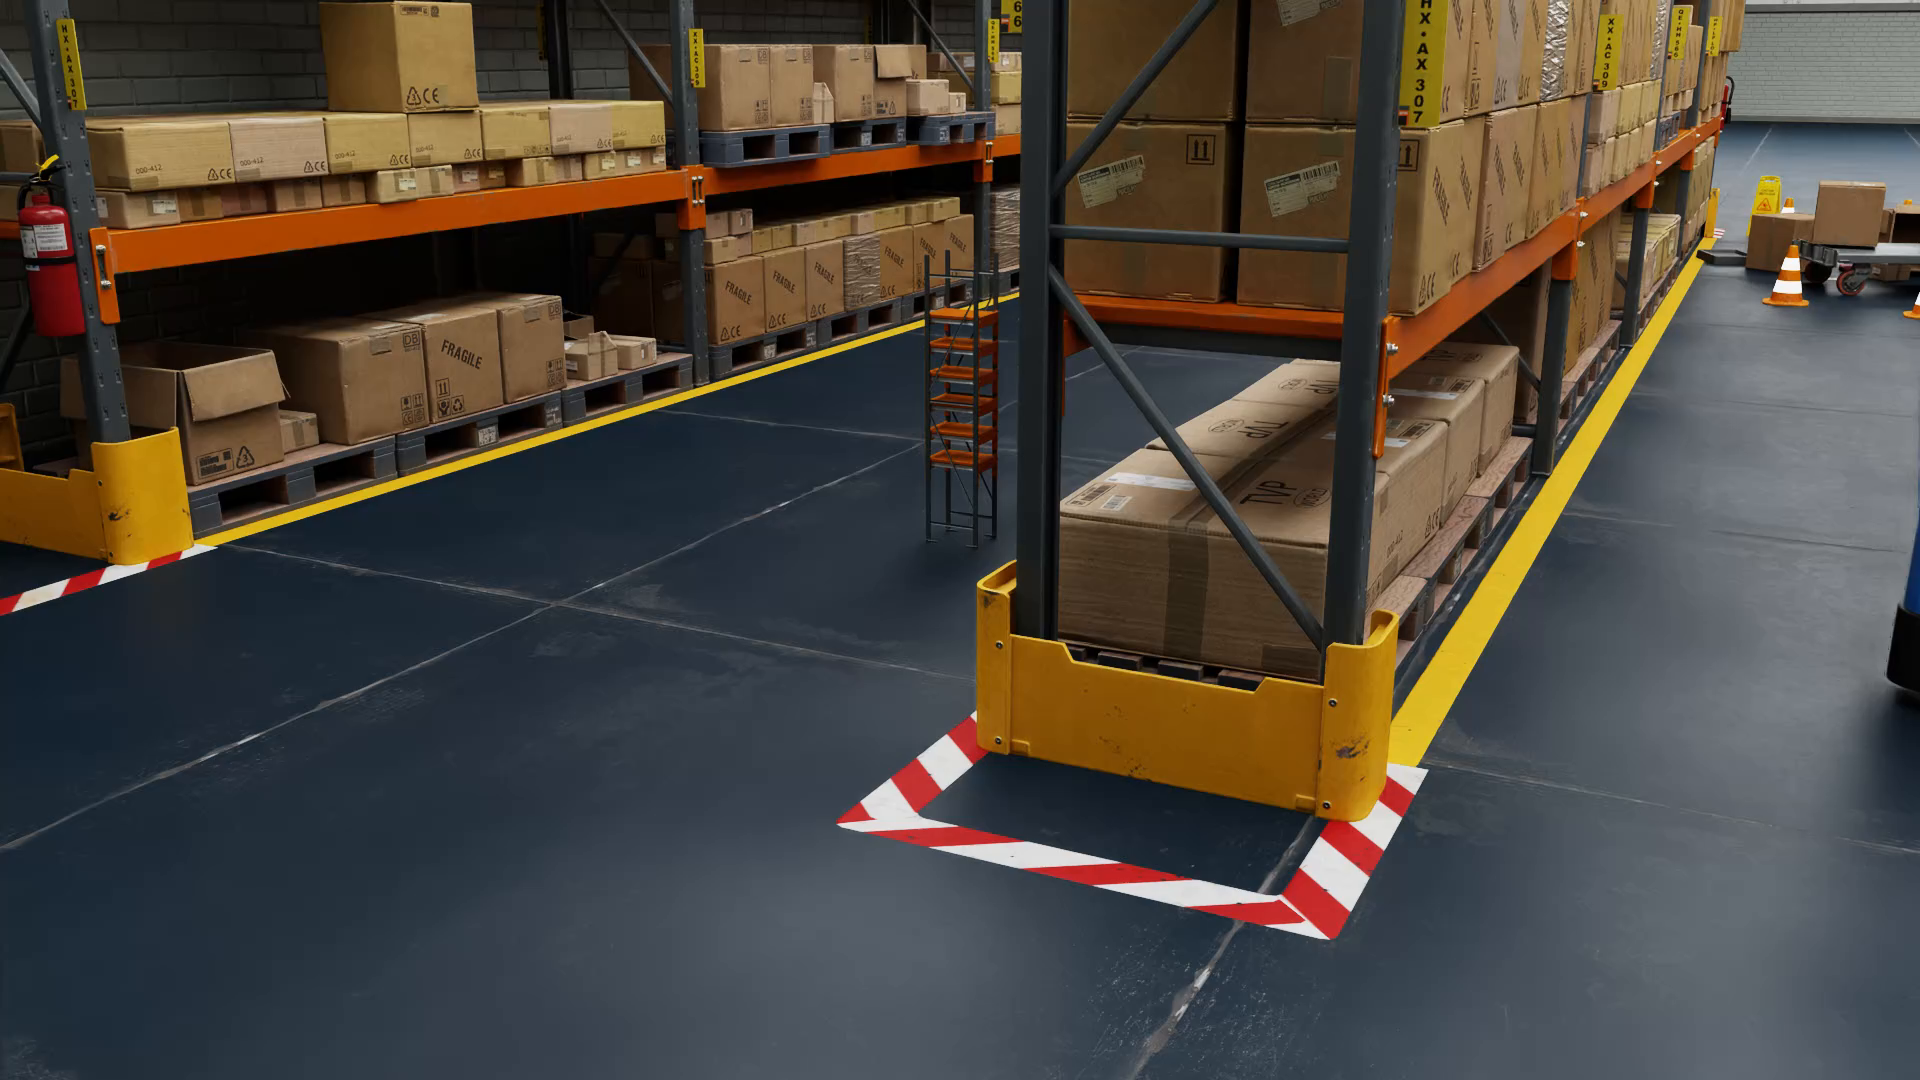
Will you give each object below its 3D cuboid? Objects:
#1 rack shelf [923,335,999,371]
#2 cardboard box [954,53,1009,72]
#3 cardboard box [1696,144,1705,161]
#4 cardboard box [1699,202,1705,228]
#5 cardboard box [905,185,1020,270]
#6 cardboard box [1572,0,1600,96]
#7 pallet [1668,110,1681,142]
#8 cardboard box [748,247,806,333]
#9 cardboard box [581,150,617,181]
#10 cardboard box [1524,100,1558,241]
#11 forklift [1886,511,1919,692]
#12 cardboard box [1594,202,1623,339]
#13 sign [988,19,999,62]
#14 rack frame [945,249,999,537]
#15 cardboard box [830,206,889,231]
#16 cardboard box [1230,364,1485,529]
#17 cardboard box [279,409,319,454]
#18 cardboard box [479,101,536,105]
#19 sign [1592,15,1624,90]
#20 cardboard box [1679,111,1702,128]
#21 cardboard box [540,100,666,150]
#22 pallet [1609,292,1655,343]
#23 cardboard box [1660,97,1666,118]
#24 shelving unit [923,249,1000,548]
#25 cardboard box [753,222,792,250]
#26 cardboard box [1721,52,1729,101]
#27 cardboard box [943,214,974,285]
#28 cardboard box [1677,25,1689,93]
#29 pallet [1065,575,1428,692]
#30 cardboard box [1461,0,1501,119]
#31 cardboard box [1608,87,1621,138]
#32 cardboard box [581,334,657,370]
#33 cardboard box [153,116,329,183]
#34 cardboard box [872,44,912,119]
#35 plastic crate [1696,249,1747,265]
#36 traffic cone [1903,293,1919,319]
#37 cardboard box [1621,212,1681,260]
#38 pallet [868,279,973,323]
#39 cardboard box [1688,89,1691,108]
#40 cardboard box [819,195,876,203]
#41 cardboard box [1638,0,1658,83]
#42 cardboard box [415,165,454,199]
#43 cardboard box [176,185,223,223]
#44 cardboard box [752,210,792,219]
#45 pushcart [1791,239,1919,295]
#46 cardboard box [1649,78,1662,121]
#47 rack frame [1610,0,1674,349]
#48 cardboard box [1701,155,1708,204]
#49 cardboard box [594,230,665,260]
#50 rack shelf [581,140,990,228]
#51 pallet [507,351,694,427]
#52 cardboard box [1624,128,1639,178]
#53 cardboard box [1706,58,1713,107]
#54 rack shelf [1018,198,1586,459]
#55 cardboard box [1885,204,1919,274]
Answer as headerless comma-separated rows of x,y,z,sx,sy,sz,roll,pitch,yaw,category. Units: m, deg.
0.006,-0.766,6.810,0.258,0.103,0.180,8,18,25,rack shelf
0.176,-3.868,13.463,0.380,0.149,0.250,9,19,27,cardboard box
6.843,-3.678,15.775,0.380,0.149,0.250,9,19,27,cardboard box
7.428,-3.384,17.242,0.500,0.250,0.500,8,18,26,cardboard box
0.061,-2.685,14.230,0.875,0.625,0.625,9,19,27,cardboard box
2.461,-2.188,7.189,0.500,0.500,0.500,8,18,25,cardboard box
5.060,-3.252,13.042,1.003,0.211,1.213,8,18,25,pallet
-1.371,-1.681,11.067,0.500,0.500,0.500,8,18,25,cardboard box
-2.125,-2.074,9.180,0.380,0.149,0.250,9,19,27,cardboard box
2.010,-1.451,6.466,0.500,0.500,0.500,8,18,25,cardboard box
4.435,-1.028,5.339,3.031,2.935,1.130,-12,20,-34,forklift
3.830,-1.852,10.985,0.875,0.875,0.875,8,18,25,cardboard box
0.260,-3.915,13.044,0.100,0.325,0.005,8,18,25,sign
0.047,-0.602,6.944,0.240,1.200,0.006,8,18,25,rack frame
-0.745,-2.361,12.219,0.380,0.149,0.250,8,18,25,cardboard box
1.649,-0.414,6.913,0.875,0.438,0.875,8,18,24,cardboard box
-3.222,-0.509,7.739,0.380,0.149,0.250,7,18,23,cardboard box
-2.698,-2.296,9.229,0.500,0.250,0.500,8,18,25,cardboard box
2.922,-2.198,7.498,0.100,0.325,0.005,8,18,25,sign
6.428,-3.772,14.898,0.380,0.149,0.250,8,18,25,cardboard box
-2.027,-2.356,9.430,0.500,0.250,0.500,9,19,27,cardboard box
4.563,-1.697,12.366,1.003,0.211,1.213,8,18,25,pallet
4.844,-3.106,11.917,0.380,0.149,0.250,7,18,22,cardboard box
0.006,-0.579,6.866,0.258,1.200,0.189,8,18,25,shelving unit
-1.349,-2.036,11.126,0.380,0.149,0.250,8,18,24,cardboard box
7.791,-4.889,17.520,0.500,0.500,0.500,8,18,24,cardboard box
-0.226,-2.333,13.264,0.500,0.500,0.500,9,19,27,cardboard box
5.309,-3.708,12.803,0.500,0.500,0.500,7,18,23,cardboard box
0.925,0.326,5.555,1.003,0.211,1.213,8,18,25,pallet
1.332,-1.542,5.018,0.500,0.500,0.500,8,18,24,cardboard box
3.082,-2.196,8.535,0.500,0.250,0.500,8,19,26,cardboard box
-2.003,-1.102,9.734,0.380,0.149,0.250,7,18,24,cardboard box
-3.136,-1.708,7.247,0.500,0.250,0.500,8,18,26,cardboard box
-0.794,-3.277,11.869,0.797,0.503,0.637,8,18,24,cardboard box
7.435,-2.749,16.140,0.402,0.080,0.583,2,17,6,plastic crate
7.463,-1.942,12.751,0.336,0.463,0.334,8,18,25,traffic cone
5.768,-2.661,14.593,0.950,0.372,0.625,8,18,26,cardboard box
-0.597,-1.943,13.195,1.003,0.211,1.213,8,18,25,pallet
5.800,-3.633,13.691,0.380,0.149,0.250,8,18,24,cardboard box
-0.884,-2.622,13.096,0.380,0.149,0.250,9,19,27,cardboard box
3.766,-2.939,9.721,0.500,0.500,0.500,8,18,25,cardboard box
-2.693,-1.747,8.080,0.380,0.149,0.250,9,19,27,cardboard box
-3.340,-1.426,7.000,0.380,0.149,0.250,9,19,27,cardboard box
-1.430,-2.286,11.967,0.380,0.149,0.250,7,18,23,cardboard box
8.062,-2.319,14.169,1.648,0.377,0.936,2,17,6,pushcart
4.223,-2.847,10.725,0.500,0.250,0.500,8,18,25,cardboard box
4.212,-2.834,11.299,1.000,3.000,0.127,8,18,25,rack frame
7.201,-3.617,16.707,0.500,0.500,0.500,8,18,24,cardboard box
-2.111,-1.891,10.635,0.380,0.149,0.250,7,18,23,cardboard box
-1.123,-2.611,11.809,1.077,0.370,4.000,8,18,25,rack shelf
-2.325,-0.935,9.800,1.003,0.211,1.213,8,18,25,pallet
3.563,-2.209,9.456,0.500,0.250,0.500,8,18,24,cardboard box
6.649,-4.251,15.371,0.500,0.500,0.500,8,18,25,cardboard box
1.531,-0.961,6.256,1.077,0.370,4.000,8,18,25,rack shelf
8.857,-2.732,15.100,0.797,0.637,0.503,8,18,25,cardboard box
